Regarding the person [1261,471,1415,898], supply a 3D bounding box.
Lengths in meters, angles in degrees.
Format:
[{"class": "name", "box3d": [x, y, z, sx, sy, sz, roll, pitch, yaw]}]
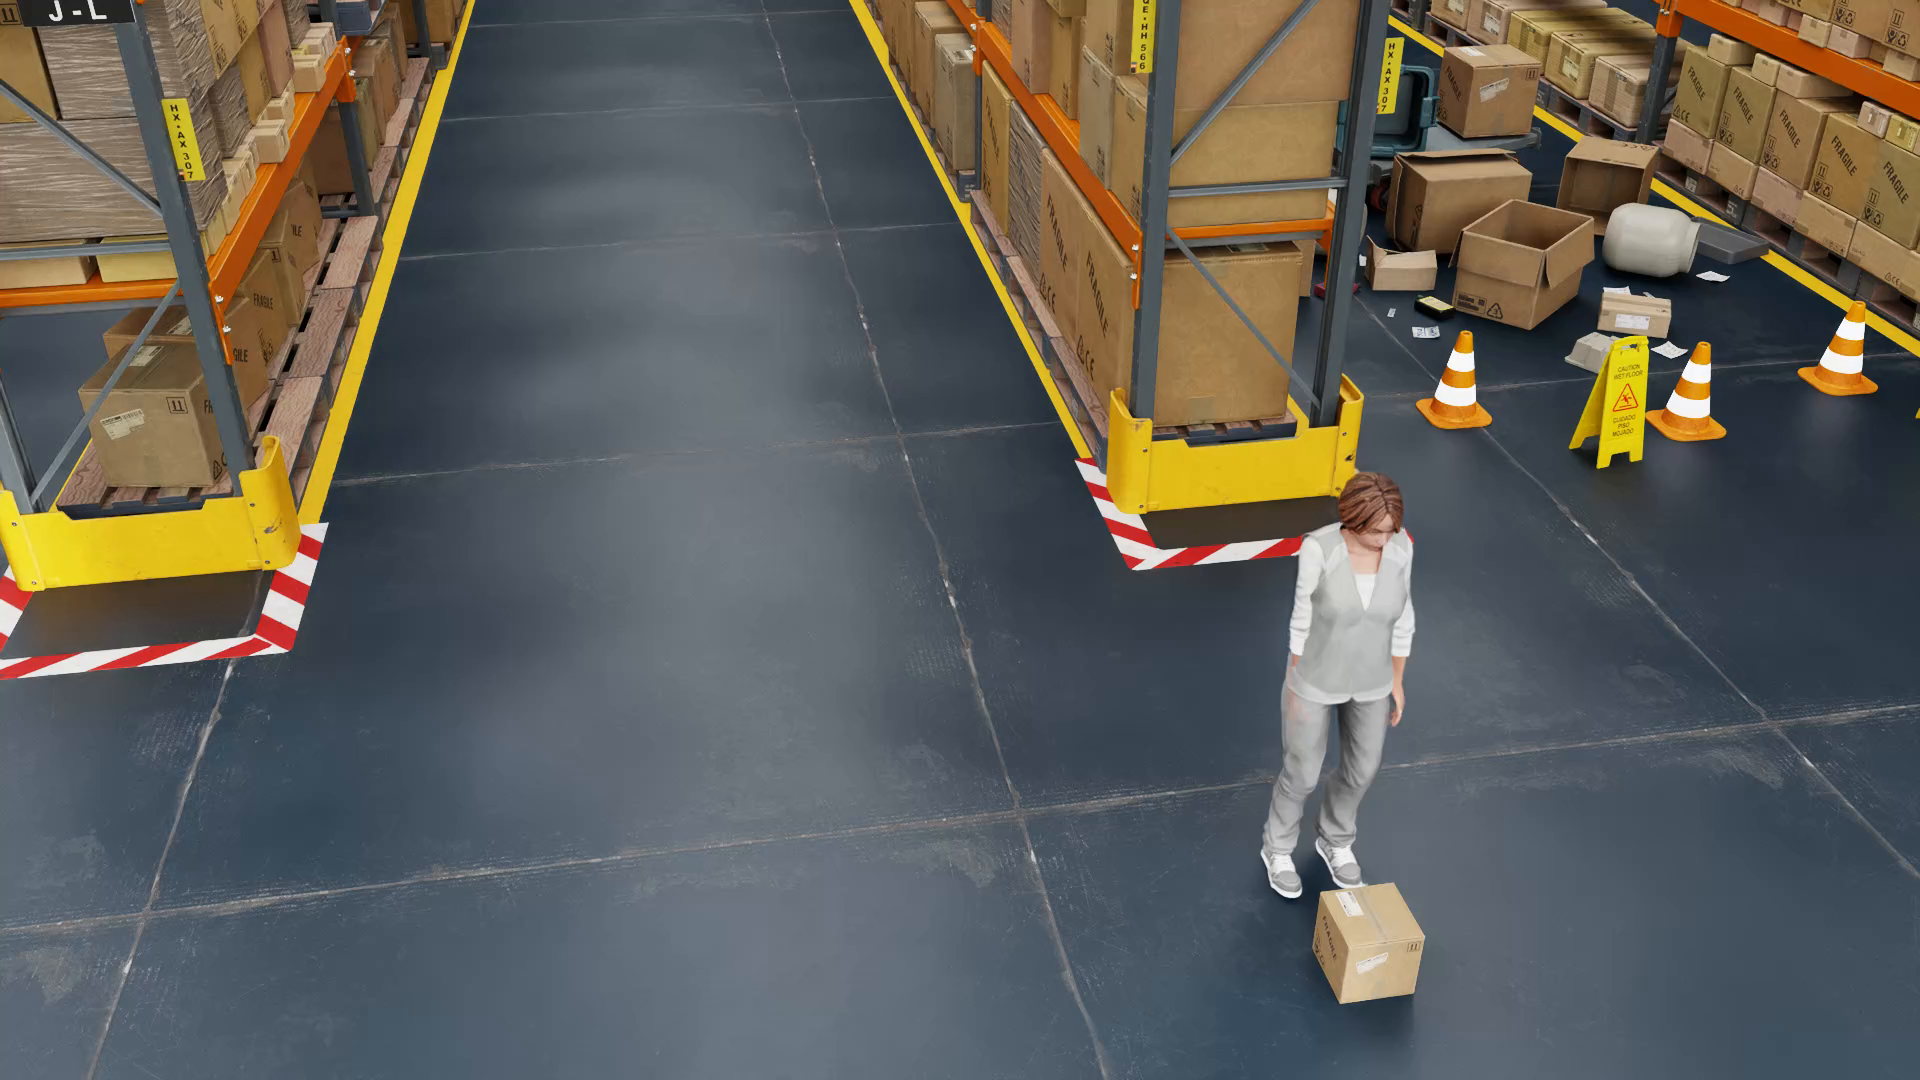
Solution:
[{"class": "person", "box3d": [1.240, 0.473, 5.387, 0.409, 1.576, 0.300, -5, 31, -8]}]
